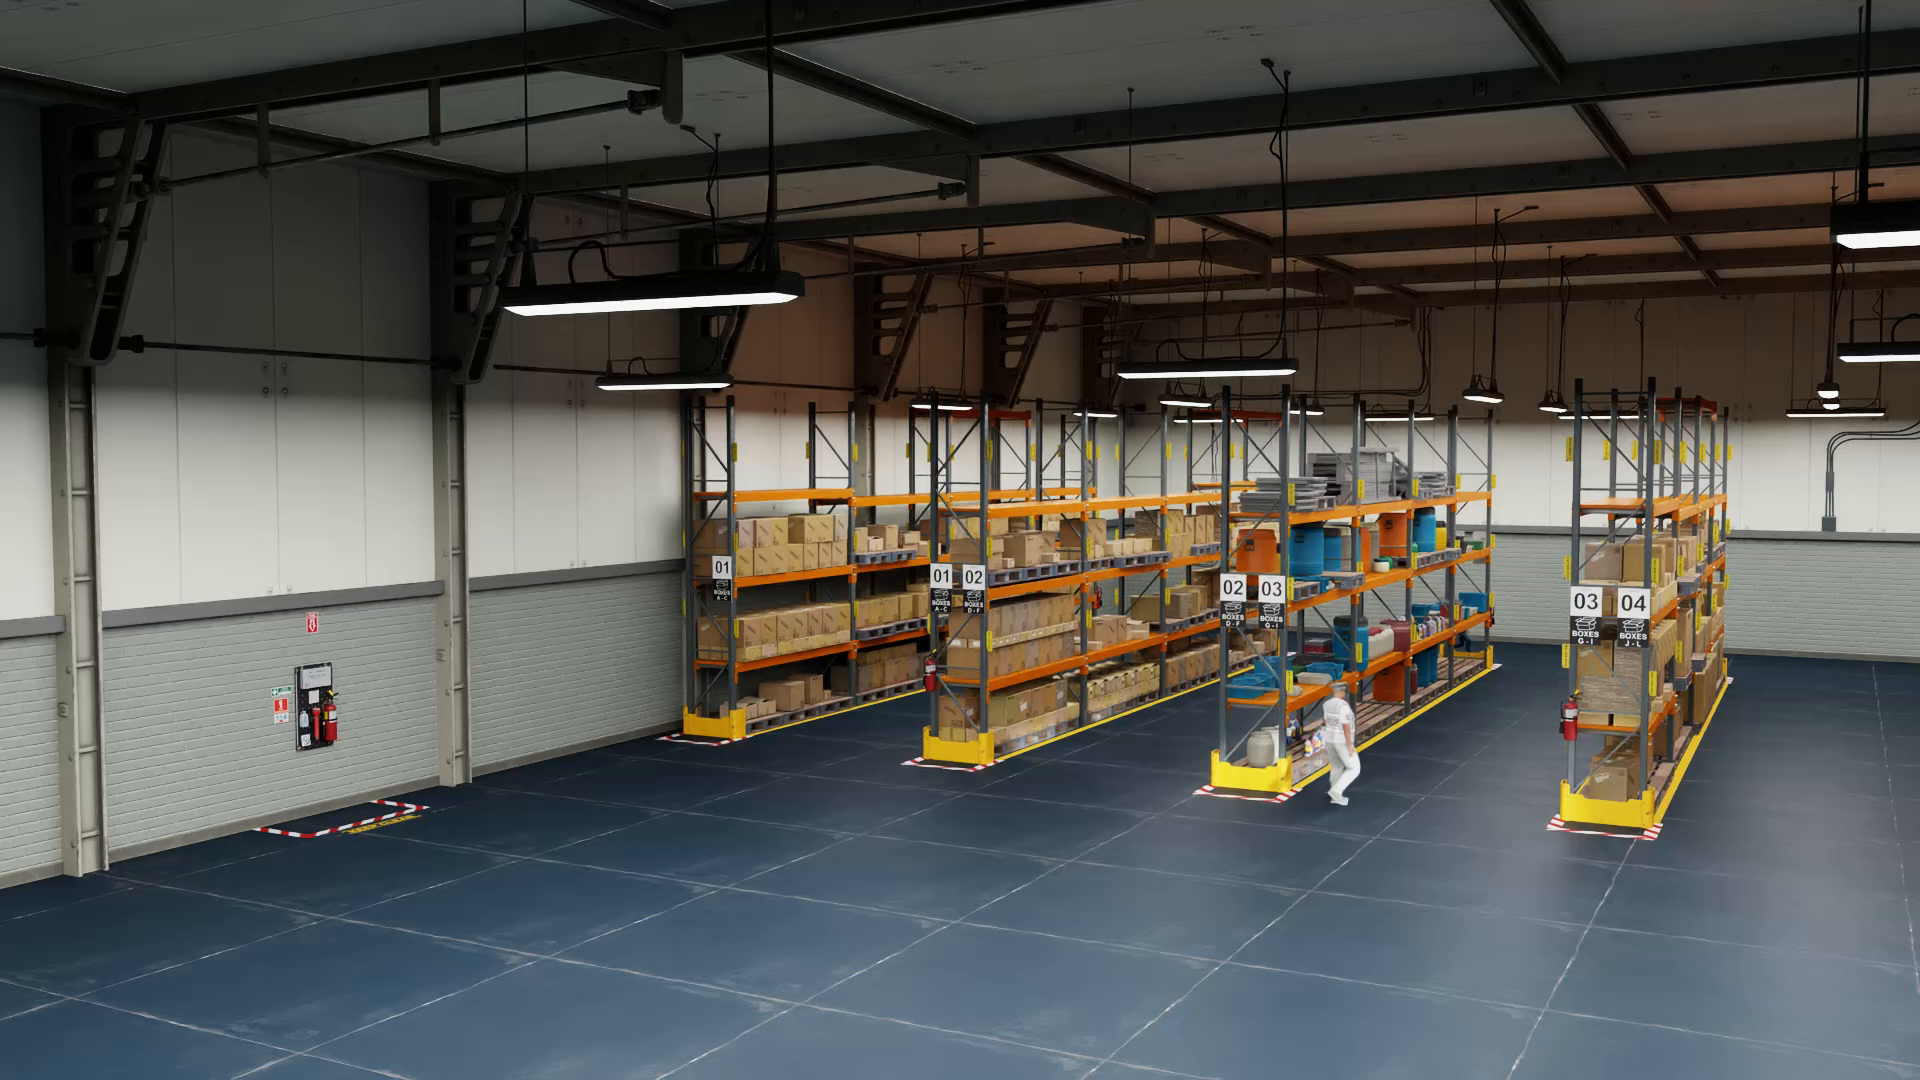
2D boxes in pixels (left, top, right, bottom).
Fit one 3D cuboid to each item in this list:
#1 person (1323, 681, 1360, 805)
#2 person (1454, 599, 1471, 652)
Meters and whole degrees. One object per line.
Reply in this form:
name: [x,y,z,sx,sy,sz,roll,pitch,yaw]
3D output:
person: [5.375,2.895,23.622,0.527,1.740,0.672,-1,3,-24]
person: [12.062,2.136,40.034,0.413,1.504,0.891,-3,4,-45]
